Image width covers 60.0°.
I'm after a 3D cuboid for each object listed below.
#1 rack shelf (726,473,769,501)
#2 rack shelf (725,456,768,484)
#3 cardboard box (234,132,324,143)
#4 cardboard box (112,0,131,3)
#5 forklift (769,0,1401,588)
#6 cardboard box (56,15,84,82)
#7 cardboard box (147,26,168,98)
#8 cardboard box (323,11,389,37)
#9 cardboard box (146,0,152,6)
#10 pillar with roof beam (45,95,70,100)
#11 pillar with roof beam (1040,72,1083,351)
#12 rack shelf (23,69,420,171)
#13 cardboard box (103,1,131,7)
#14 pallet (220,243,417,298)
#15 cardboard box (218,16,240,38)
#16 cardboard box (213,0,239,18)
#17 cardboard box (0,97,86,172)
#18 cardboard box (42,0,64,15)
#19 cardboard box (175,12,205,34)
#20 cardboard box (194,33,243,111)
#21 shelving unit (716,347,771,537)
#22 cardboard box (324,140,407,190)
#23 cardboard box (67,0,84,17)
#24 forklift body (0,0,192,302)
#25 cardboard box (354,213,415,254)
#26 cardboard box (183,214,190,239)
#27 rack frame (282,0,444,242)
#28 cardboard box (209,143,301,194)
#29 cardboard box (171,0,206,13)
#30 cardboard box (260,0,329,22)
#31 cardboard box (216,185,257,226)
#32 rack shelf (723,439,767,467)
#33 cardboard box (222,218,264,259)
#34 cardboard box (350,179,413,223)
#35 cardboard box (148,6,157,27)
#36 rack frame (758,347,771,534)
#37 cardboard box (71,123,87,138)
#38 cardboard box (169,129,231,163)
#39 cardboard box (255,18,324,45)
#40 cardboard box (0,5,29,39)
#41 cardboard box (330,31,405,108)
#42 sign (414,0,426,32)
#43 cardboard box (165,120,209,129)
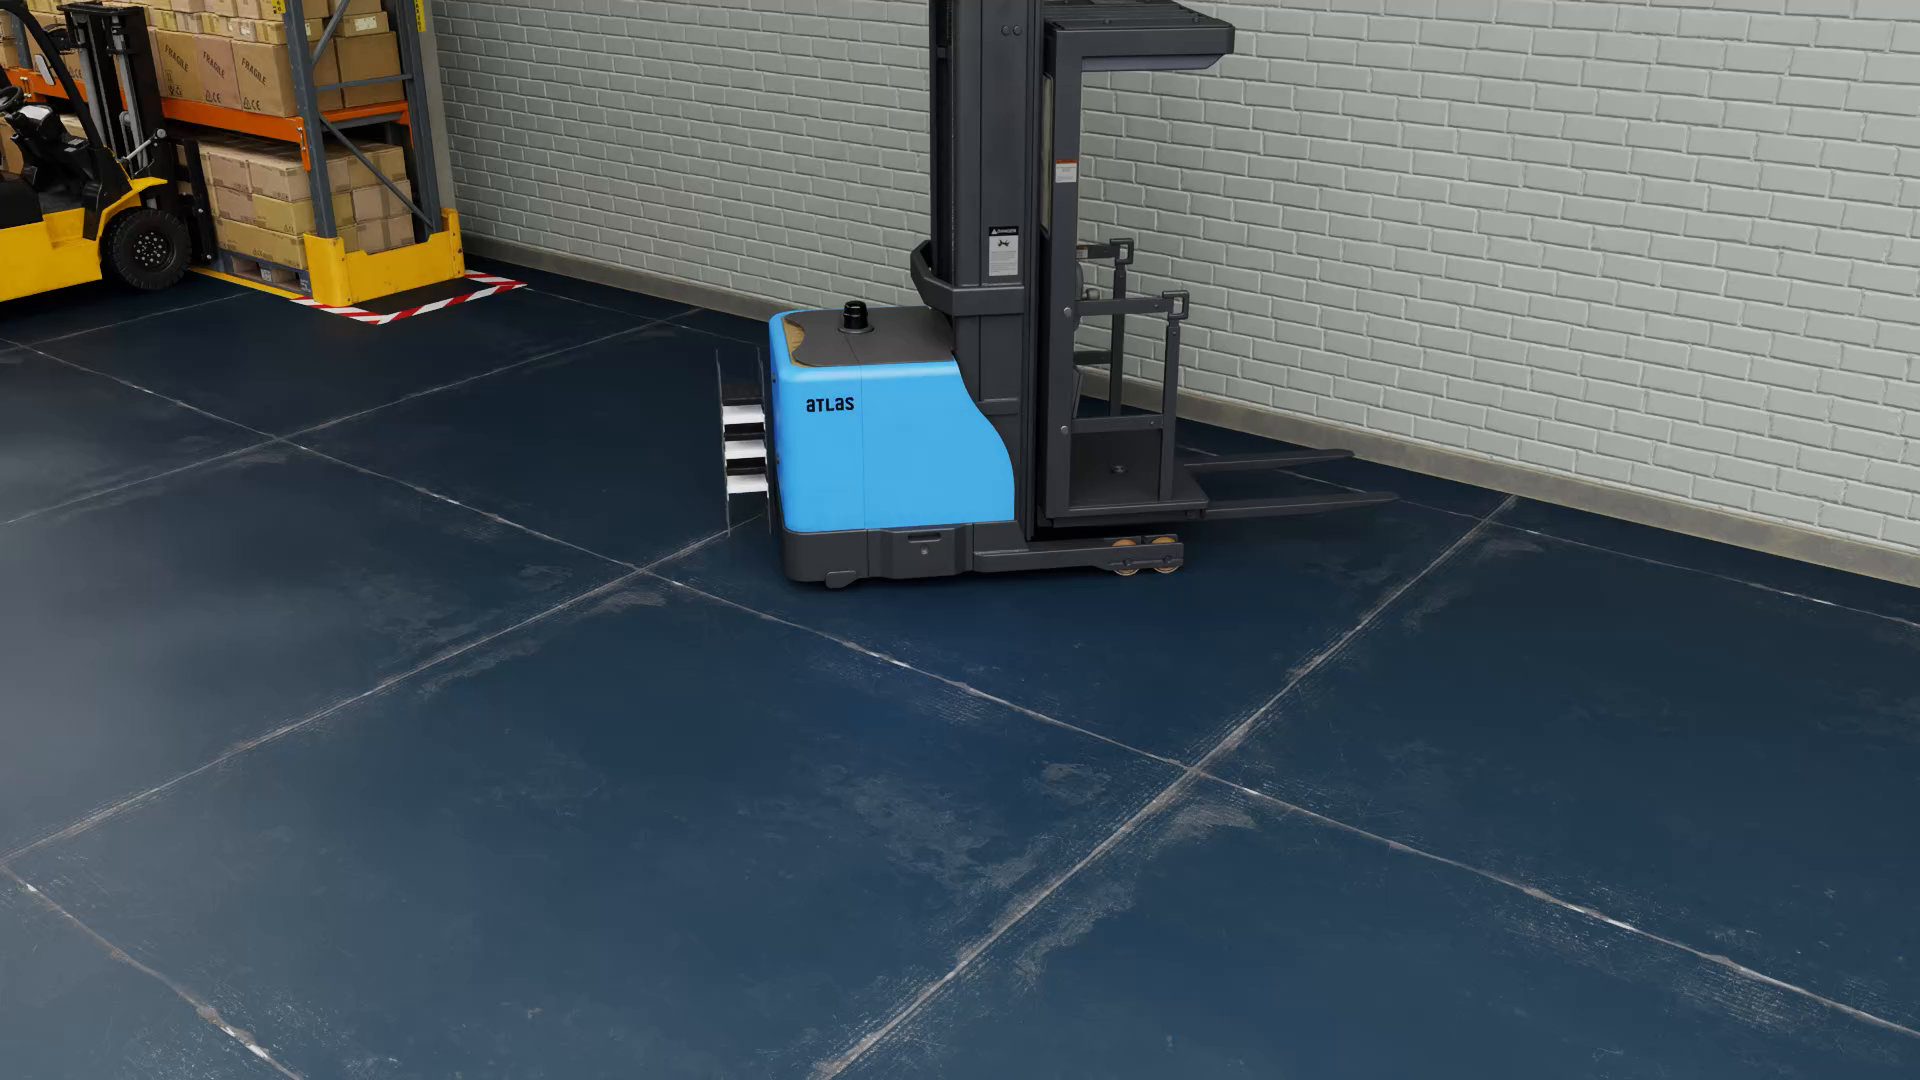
[{"bbox_3d":[-1.069,-0.285,8.309,0.200,0.077,0.258,-4,24,-10],"label":"rack shelf"},{"bbox_3d":[-1.069,-0.367,8.273,0.200,0.077,0.258,-4,24,-10],"label":"rack shelf"},{"bbox_3d":[-5.389,-3.104,13.225,0.500,0.250,0.500,17,29,33],"label":"cardboard box"},{"bbox_3d":[-6.367,-4.279,12.943,0.250,0.149,0.380,17,29,33],"label":"cardboard box"},{"bbox_3d":[0.619,-1.380,7.748,3.031,2.935,1.130,-4,24,-8],"label":"forklift"},{"bbox_3d":[-6.898,-3.992,13.467,0.500,0.500,0.500,17,29,34],"label":"cardboard box"},{"bbox_3d":[-6.102,-3.742,12.898,0.500,0.500,0.500,17,29,34],"label":"cardboard box"},{"bbox_3d":[-4.438,-3.800,12.225,0.250,0.149,0.380,16,28,32],"label":"cardboard box"},{"bbox_3d":[-5.966,-4.158,12.669,0.250,0.149,0.380,17,29,34],"label":"cardboard box"},{"bbox_3d":[-11.722,-6.558,11.973,0.400,9.000,9.100,17,29,33],"label":"pillar with roof beam"},{"bbox_3d":[-2.119,-3.656,5.387,0.400,9.000,9.100,17,29,33],"label":"pillar with roof beam"},{"bbox_3d":[-5.922,-3.446,13.243,4.000,0.370,1.077,17,29,33],"label":"rack shelf"},{"bbox_3d":[-6.419,-4.121,12.953,0.250,0.149,0.380,16,28,32],"label":"cardboard box"},{"bbox_3d":[-4.959,-2.187,12.951,1.213,0.211,1.003,17,29,33],"label":"pallet"},{"bbox_3d":[-5.161,-3.762,12.140,0.250,0.149,0.380,17,29,34],"label":"cardboard box"},{"bbox_3d":[-5.177,-3.893,12.068,0.250,0.149,0.380,18,29,34],"label":"cardboard box"},{"bbox_3d":[-8.563,-3.677,15.299,0.625,0.625,0.875,16,29,33],"label":"cardboard box"},{"bbox_3d":[-7.217,-4.377,13.536,0.250,0.149,0.380,18,29,34],"label":"cardboard box"},{"bbox_3d":[-5.594,-3.875,12.397,0.250,0.149,0.380,16,28,32],"label":"cardboard box"},{"bbox_3d":[-5.283,-3.500,12.349,0.500,0.500,0.500,18,29,35],"label":"cardboard box"},{"bbox_3d":[-1.069,-0.480,8.223,0.210,0.900,0.258,-4,24,-10],"label":"shelving unit"},{"bbox_3d":[-4.593,-2.860,12.671,0.500,0.250,0.500,16,29,33],"label":"cardboard box"},{"bbox_3d":[-6.839,-4.240,13.224,0.250,0.149,0.380,18,29,34],"label":"cardboard box"},{"bbox_3d":[-6.934,-2.773,11.876,1.214,2.155,2.313,17,29,33],"label":"forklift body"},{"bbox_3d":[-4.598,-2.407,12.883,0.500,0.250,0.500,17,29,34],"label":"cardboard box"},{"bbox_3d":[-6.104,-2.603,13.326,0.500,0.250,0.500,18,29,35],"label":"cardboard box"},{"bbox_3d":[-4.322,-3.292,12.000,0.127,3.000,1.000,17,29,33],"label":"rack frame"},{"bbox_3d":[-5.290,-2.815,12.569,0.500,0.250,0.500,17,29,34],"label":"cardboard box"},{"bbox_3d":[-5.606,-4.004,12.321,0.250,0.149,0.380,18,29,35],"label":"cardboard box"},{"bbox_3d":[-4.735,-3.789,11.832,0.250,0.149,0.380,17,29,33],"label":"cardboard box"},{"bbox_3d":[-5.294,-2.596,12.691,0.500,0.250,0.500,16,29,33],"label":"cardboard box"},{"bbox_3d":[-1.069,-0.449,8.237,0.200,0.077,0.258,-4,24,-10],"label":"rack shelf"},{"bbox_3d":[-5.280,-2.360,12.776,0.500,0.250,0.500,17,29,33],"label":"cardboard box"},{"bbox_3d":[-4.574,-2.635,12.779,0.500,0.250,0.500,17,29,34],"label":"cardboard box"},{"bbox_3d":[-5.954,-4.019,12.724,0.250,0.149,0.380,17,29,33],"label":"cardboard box"},{"bbox_3d":[-0.969,-0.487,8.240,0.006,0.900,0.240,-4,24,-10],"label":"rack frame"},{"bbox_3d":[-6.921,-3.305,13.680,0.500,0.250,0.500,17,29,33],"label":"cardboard box"},{"bbox_3d":[-6.100,-3.059,13.122,0.500,0.250,0.500,16,28,32],"label":"cardboard box"},{"bbox_3d":[-4.768,-3.628,11.834,0.250,0.149,0.380,17,29,34],"label":"cardboard box"},{"bbox_3d":[-8.069,-4.455,14.207,0.500,0.250,0.500,16,28,32],"label":"cardboard box"},{"bbox_3d":[-4.552,-3.547,12.455,0.500,0.500,0.500,18,29,35],"label":"cardboard box"},{"bbox_3d":[-3.984,-3.902,12.213,0.005,0.325,0.100,17,29,33],"label":"sign"},{"bbox_3d":[-6.202,-3.349,13.781,0.500,0.250,0.500,17,29,34],"label":"cardboard box"}]
